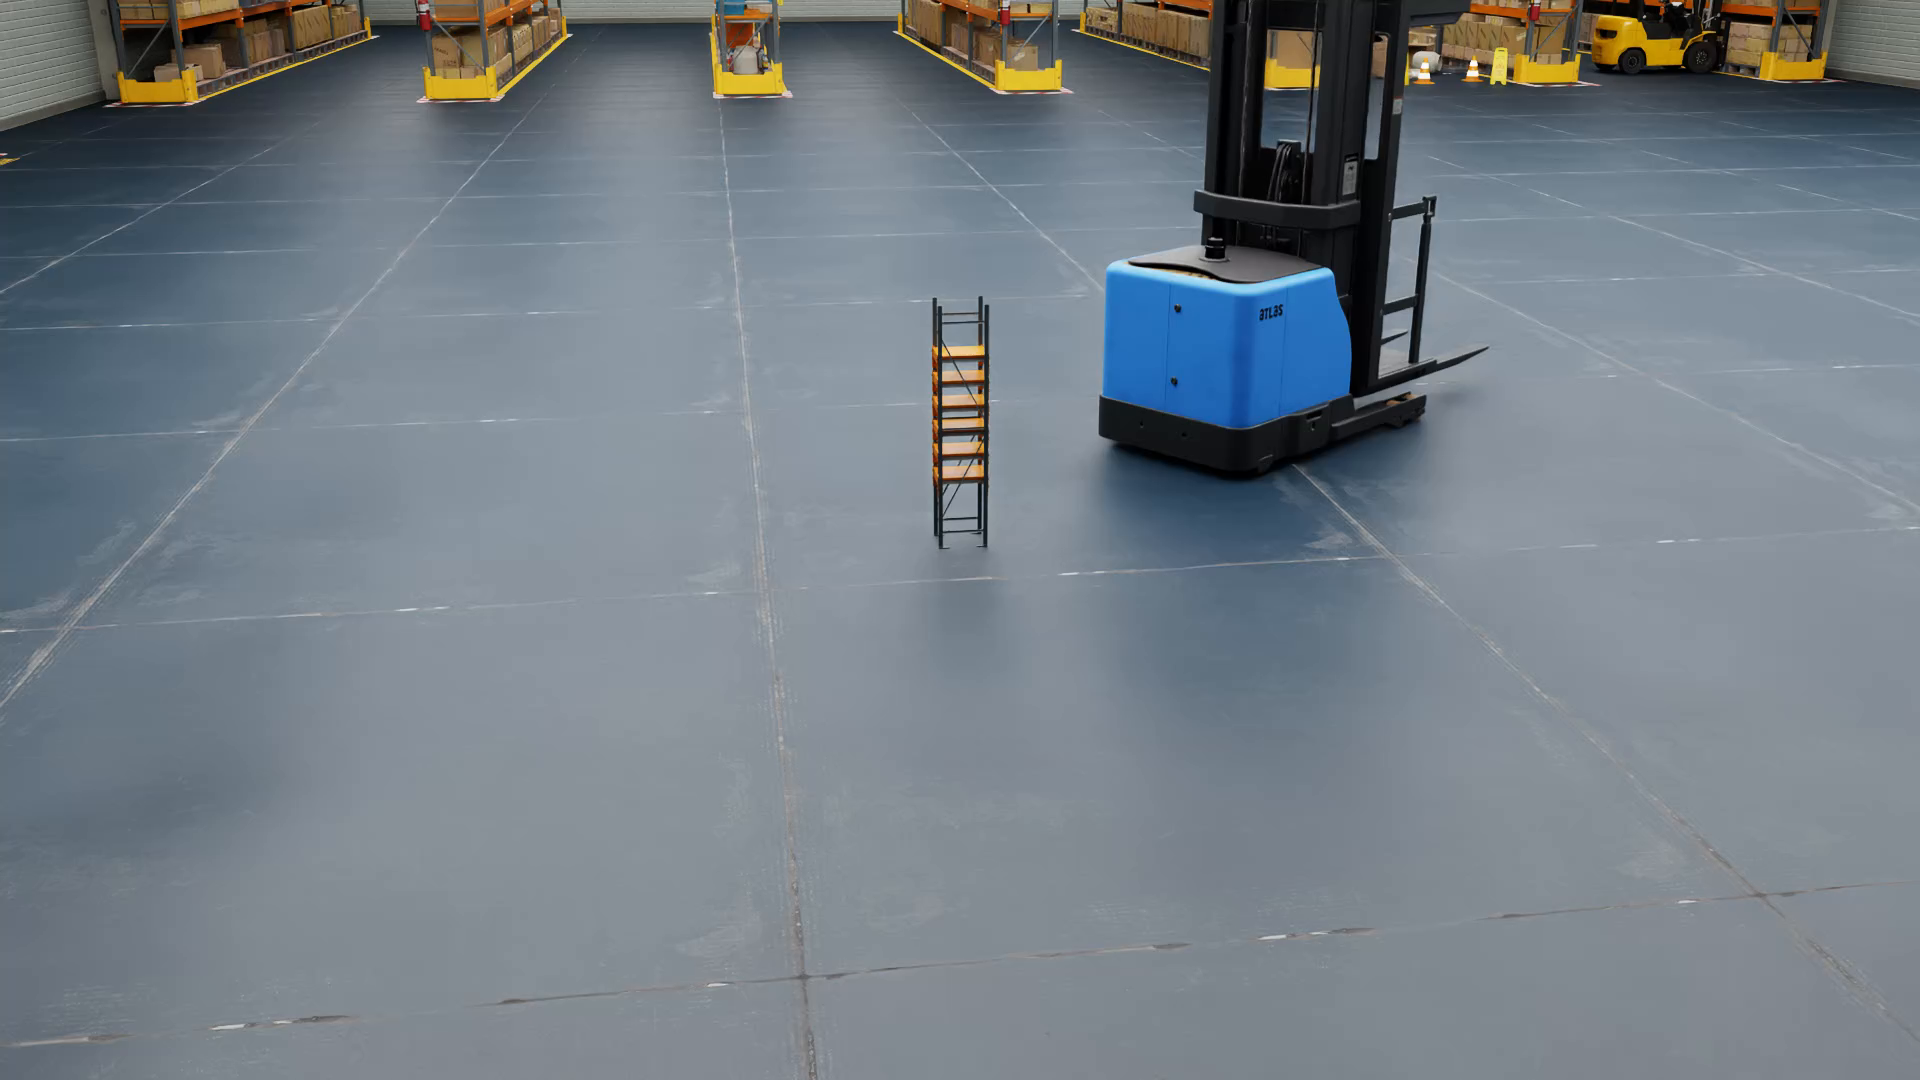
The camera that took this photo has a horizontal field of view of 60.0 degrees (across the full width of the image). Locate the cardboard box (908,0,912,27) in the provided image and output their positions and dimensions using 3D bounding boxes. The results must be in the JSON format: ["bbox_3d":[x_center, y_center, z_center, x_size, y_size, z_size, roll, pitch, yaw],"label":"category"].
[{"bbox_3d":[-0.896,-14.046,43.974,0.875,0.875,0.875,-3,21,-8],"label":"cardboard box"}]

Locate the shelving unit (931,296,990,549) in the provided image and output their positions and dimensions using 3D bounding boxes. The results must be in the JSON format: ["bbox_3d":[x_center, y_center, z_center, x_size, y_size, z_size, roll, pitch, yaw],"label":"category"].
[{"bbox_3d":[0.002,-0.557,7.993,0.258,1.200,0.189,-3,21,-8],"label":"shelving unit"}]

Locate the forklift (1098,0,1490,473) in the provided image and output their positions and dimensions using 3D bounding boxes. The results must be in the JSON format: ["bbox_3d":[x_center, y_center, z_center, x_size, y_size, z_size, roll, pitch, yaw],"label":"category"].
[{"bbox_3d":[2.204,-2.163,9.818,3.031,2.935,1.130,-19,28,-41],"label":"forklift"}]

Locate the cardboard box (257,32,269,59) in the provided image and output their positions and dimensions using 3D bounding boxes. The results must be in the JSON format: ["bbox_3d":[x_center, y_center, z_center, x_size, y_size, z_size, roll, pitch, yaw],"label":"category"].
[{"bbox_3d":[-14.404,-9.977,33.585,0.700,0.500,0.500,-3,21,-8],"label":"cardboard box"}]

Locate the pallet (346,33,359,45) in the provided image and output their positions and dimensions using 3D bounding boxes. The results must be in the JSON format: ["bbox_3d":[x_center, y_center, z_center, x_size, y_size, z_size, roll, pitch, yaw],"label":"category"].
[{"bbox_3d":[-15.407,-12.312,40.880,1.003,0.211,1.213,-3,21,-8],"label":"pallet"}]

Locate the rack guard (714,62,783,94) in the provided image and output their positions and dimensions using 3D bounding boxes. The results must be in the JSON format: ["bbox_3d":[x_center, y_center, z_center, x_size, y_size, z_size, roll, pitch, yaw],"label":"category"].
[{"bbox_3d":[-3.719,-8.126,29.258,1.175,0.500,0.348,-3,21,-8],"label":"rack guard"}]

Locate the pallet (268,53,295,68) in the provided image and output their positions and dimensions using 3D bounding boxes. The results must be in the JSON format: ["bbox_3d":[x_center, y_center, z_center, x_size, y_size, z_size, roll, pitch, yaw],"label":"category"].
[{"bbox_3d":[-14.508,-9.966,34.598,1.003,0.211,1.213,-3,21,-8],"label":"pallet"}]

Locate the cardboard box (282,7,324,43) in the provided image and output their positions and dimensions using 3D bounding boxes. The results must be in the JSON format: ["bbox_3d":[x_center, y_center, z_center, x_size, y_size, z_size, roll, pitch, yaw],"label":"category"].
[{"bbox_3d":[-14.842,-11.592,37.437,0.750,0.750,0.750,-2,21,-6],"label":"cardboard box"}]

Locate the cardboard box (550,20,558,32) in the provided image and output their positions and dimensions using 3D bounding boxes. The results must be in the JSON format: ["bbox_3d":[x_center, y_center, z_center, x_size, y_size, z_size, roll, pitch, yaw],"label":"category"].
[{"bbox_3d":[-10.441,-12.976,41.972,0.500,0.250,0.500,-3,21,-8],"label":"cardboard box"}]

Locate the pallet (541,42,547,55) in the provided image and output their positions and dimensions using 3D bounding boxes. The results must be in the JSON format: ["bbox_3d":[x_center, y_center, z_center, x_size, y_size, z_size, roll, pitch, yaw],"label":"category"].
[{"bbox_3d":[-9.960,-11.170,37.821,1.003,0.211,1.213,-3,21,-8],"label":"pallet"}]

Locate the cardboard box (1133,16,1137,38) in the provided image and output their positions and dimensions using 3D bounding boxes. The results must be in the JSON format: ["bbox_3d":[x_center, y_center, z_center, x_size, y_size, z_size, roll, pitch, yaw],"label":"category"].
[{"bbox_3d":[4.443,-12.286,39.795,0.500,0.500,0.500,-3,21,-7],"label":"cardboard box"}]

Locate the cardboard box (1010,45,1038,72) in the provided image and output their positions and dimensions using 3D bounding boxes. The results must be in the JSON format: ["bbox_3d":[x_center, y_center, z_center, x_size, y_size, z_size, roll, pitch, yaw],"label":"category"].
[{"bbox_3d":[1.166,-8.766,30.371,0.500,0.500,0.500,1,20,2],"label":"cardboard box"}]

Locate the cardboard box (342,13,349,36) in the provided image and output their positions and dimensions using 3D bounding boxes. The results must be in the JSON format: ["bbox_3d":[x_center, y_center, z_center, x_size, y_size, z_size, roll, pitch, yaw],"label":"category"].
[{"bbox_3d":[-15.343,-12.570,40.556,0.700,0.500,0.500,-2,21,-6],"label":"cardboard box"}]

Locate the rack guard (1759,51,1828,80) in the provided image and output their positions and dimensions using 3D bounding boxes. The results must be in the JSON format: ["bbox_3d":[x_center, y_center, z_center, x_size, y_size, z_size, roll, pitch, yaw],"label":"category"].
[{"bbox_3d":[15.961,-9.095,31.853,1.175,0.500,0.348,-3,21,-8],"label":"rack guard"}]

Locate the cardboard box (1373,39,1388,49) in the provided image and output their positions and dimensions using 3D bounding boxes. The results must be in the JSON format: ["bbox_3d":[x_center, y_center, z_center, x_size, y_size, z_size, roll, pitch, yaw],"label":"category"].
[{"bbox_3d":[8.144,-9.721,33.329,0.797,0.637,0.503,-3,21,-8],"label":"cardboard box"}]

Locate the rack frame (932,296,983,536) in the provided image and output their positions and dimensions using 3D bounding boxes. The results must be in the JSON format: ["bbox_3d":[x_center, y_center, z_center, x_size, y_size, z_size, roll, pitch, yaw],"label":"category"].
[{"bbox_3d":[-0.011,-0.589,8.078,0.240,1.200,0.006,-3,21,-8],"label":"rack frame"}]

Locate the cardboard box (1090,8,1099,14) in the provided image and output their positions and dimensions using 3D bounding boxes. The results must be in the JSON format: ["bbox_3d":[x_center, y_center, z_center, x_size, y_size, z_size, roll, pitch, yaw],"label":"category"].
[{"bbox_3d":[3.663,-14.036,44.133,0.380,0.149,0.250,-3,21,-8],"label":"cardboard box"}]

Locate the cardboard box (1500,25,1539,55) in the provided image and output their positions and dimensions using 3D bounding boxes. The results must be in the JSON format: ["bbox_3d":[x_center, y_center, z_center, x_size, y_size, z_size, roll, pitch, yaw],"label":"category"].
[{"bbox_3d":[10.672,-9.547,31.748,0.500,0.500,0.500,-3,21,-7],"label":"cardboard box"}]

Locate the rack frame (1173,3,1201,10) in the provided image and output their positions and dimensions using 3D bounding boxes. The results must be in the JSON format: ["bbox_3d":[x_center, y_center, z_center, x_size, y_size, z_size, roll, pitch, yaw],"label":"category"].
[{"bbox_3d":[5.009,-12.508,37.418,1.000,3.000,0.127,-3,21,-8],"label":"rack frame"}]

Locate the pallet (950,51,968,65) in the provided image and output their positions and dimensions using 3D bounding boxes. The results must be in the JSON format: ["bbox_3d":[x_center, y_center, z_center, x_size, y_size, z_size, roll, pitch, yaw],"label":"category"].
[{"bbox_3d":[0.370,-10.294,35.477,1.003,0.211,1.213,-3,21,-8],"label":"pallet"}]

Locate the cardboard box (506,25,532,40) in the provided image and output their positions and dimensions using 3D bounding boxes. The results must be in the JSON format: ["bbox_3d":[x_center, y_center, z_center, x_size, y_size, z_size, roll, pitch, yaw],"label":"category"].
[{"bbox_3d":[-9.398,-10.797,35.365,0.500,0.311,0.500,-2,21,-6],"label":"cardboard box"}]

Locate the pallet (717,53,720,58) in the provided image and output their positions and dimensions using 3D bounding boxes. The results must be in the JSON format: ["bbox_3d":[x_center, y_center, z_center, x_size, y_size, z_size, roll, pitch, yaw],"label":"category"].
[{"bbox_3d":[-4.569,-10.045,34.809,1.003,0.211,1.213,-3,21,-8],"label":"pallet"}]

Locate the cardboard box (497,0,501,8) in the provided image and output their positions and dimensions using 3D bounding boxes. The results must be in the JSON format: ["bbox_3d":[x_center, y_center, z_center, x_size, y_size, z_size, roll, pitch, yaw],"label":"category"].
[{"bbox_3d":[-9.070,-10.303,31.372,0.700,0.500,0.500,-3,21,-9],"label":"cardboard box"}]

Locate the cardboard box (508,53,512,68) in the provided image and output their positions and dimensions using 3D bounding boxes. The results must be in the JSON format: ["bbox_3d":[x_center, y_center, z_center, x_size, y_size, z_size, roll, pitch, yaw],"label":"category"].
[{"bbox_3d":[-8.858,-9.169,31.807,0.500,0.250,0.500,-3,21,-8],"label":"cardboard box"}]

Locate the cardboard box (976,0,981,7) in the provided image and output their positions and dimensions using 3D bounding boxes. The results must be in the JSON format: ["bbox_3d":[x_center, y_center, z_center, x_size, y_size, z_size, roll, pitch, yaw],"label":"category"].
[{"bbox_3d":[0.523,-10.353,32.009,0.380,0.149,0.250,-3,21,-8],"label":"cardboard box"}]

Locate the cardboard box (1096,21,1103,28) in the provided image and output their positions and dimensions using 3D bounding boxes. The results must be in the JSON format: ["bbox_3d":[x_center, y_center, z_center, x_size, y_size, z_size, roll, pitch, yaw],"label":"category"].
[{"bbox_3d":[3.785,-13.501,43.551,0.380,0.149,0.250,-4,21,-10],"label":"cardboard box"}]

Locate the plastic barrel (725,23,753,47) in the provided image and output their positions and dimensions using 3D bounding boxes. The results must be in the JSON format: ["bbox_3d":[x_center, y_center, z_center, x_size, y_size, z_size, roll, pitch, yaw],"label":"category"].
[{"bbox_3d":[-4.903,-11.392,36.930,0.600,0.830,0.708,-3,21,-8],"label":"plastic barrel"}]

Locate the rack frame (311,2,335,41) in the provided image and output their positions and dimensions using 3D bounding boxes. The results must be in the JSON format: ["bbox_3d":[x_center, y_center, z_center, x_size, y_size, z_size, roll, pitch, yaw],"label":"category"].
[{"bbox_3d":[-15.195,-12.928,38.543,1.000,3.000,0.127,-3,21,-8],"label":"rack frame"}]

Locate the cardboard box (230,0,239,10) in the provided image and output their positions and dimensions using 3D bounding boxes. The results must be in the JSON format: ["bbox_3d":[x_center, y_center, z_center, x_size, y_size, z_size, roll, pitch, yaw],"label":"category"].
[{"bbox_3d":[-13.674,-9.949,30.752,0.500,0.250,0.500,-3,21,-8],"label":"cardboard box"}]

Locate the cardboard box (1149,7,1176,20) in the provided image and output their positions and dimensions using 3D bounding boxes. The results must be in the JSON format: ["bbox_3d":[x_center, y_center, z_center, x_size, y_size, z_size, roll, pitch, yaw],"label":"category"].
[{"bbox_3d":[4.651,-12.108,38.249,0.500,0.250,0.500,-3,21,-9],"label":"cardboard box"}]

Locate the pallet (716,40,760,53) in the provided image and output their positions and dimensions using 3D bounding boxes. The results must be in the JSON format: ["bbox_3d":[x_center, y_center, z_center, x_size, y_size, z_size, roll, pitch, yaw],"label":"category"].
[{"bbox_3d":[-5.143,-11.429,38.515,1.003,0.211,1.213,-3,21,-8],"label":"pallet"}]

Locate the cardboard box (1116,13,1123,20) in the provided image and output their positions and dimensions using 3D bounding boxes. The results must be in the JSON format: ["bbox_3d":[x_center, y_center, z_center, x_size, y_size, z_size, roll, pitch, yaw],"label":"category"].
[{"bbox_3d":[4.123,-13.143,41.742,0.380,0.149,0.250,-2,21,-6],"label":"cardboard box"}]

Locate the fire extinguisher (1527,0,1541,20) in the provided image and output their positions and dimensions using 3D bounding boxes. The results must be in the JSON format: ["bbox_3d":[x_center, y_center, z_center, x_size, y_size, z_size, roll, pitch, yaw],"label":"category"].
[{"bbox_3d":[10.606,-9.924,30.609,0.296,0.674,0.183,-3,21,-8],"label":"fire extinguisher"}]

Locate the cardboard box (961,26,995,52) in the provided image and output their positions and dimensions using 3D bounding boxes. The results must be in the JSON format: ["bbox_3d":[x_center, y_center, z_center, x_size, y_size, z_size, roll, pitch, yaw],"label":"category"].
[{"bbox_3d":[0.384,-10.709,35.547,0.700,0.500,0.500,-1,21,-3],"label":"cardboard box"}]

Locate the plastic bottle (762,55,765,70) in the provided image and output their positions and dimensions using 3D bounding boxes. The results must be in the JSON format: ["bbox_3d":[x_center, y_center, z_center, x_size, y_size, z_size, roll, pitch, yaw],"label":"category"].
[{"bbox_3d":[-3.664,-8.963,31.198,0.097,0.271,0.097,0,20,0],"label":"plastic bottle"}]

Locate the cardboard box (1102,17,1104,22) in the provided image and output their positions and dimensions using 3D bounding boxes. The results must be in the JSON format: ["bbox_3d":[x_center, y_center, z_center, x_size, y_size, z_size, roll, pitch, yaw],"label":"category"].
[{"bbox_3d":[3.925,-13.633,43.479,0.380,0.149,0.250,-2,21,-5],"label":"cardboard box"}]

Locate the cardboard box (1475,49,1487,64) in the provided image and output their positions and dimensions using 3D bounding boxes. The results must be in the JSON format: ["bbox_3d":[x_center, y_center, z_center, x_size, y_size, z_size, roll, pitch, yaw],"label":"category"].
[{"bbox_3d":[10.515,-9.558,32.850,0.500,0.250,0.500,-4,21,-10],"label":"cardboard box"}]

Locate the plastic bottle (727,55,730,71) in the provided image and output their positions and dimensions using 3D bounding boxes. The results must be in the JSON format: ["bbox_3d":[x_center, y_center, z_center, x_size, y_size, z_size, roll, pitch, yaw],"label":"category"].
[{"bbox_3d":[-4.370,-8.906,31.037,0.152,0.276,0.135,-3,21,-7],"label":"plastic bottle"}]

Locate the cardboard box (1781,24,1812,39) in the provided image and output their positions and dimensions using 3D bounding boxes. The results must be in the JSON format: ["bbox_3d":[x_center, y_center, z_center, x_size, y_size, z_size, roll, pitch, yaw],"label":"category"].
[{"bbox_3d":[16.075,-9.827,32.141,0.500,0.250,0.500,-3,21,-9],"label":"cardboard box"}]

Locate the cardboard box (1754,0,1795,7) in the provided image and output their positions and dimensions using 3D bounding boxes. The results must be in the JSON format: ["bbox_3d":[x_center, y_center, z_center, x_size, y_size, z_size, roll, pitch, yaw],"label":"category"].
[{"bbox_3d":[15.626,-10.478,31.841,0.500,0.500,0.500,-3,21,-9],"label":"cardboard box"}]

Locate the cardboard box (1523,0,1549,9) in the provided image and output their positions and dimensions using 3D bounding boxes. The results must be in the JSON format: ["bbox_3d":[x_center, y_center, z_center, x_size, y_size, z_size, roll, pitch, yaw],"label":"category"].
[{"bbox_3d":[10.780,-10.024,31.126,0.380,0.149,0.250,-2,21,-6],"label":"cardboard box"}]

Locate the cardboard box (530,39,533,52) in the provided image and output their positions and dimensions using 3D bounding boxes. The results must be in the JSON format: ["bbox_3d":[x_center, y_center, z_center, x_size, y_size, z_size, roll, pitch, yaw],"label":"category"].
[{"bbox_3d":[-9.400,-10.533,35.460,0.500,0.250,0.500,-2,21,-6],"label":"cardboard box"}]

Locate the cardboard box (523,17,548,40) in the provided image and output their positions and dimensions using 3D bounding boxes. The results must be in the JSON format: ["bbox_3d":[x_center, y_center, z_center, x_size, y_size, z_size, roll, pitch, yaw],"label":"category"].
[{"bbox_3d":[-9.876,-11.886,38.698,0.500,0.500,0.500,-3,21,-8],"label":"cardboard box"}]

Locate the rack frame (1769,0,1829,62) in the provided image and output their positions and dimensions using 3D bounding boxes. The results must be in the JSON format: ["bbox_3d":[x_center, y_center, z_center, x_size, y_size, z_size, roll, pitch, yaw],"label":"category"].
[{"bbox_3d":[15.957,-10.274,31.438,1.000,3.000,0.127,-3,21,-8],"label":"rack frame"}]

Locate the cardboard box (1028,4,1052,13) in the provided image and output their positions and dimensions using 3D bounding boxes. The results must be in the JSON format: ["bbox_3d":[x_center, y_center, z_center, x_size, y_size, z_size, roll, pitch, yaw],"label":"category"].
[{"bbox_3d":[1.434,-9.516,29.766,0.380,0.149,0.250,-3,21,-8],"label":"cardboard box"}]

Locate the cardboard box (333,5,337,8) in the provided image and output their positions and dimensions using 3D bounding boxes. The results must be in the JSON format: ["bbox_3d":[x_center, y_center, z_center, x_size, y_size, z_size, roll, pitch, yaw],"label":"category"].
[{"bbox_3d":[-15.679,-13.177,41.254,0.380,0.149,0.250,-3,21,-7],"label":"cardboard box"}]

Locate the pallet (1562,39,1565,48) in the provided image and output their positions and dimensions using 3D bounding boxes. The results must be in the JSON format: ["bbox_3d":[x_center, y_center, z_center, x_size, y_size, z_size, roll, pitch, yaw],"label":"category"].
[{"bbox_3d":[14.734,-11.998,40.039,1.003,0.211,1.213,-3,21,-8],"label":"pallet"}]

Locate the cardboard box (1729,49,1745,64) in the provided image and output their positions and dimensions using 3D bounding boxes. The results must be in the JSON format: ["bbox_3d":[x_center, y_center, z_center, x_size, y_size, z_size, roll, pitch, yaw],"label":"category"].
[{"bbox_3d":[15.514,-9.502,32.701,0.500,0.250,0.500,-3,21,-8],"label":"cardboard box"}]

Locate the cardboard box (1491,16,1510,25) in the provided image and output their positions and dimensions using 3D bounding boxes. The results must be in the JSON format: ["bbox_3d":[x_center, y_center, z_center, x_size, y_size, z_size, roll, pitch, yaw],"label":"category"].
[{"bbox_3d":[10.520,-10.062,32.199,0.380,0.149,0.250,-3,21,-7],"label":"cardboard box"}]

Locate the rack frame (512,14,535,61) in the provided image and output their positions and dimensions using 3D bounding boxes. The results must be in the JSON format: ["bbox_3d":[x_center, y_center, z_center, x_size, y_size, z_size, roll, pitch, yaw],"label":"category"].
[{"bbox_3d":[-9.717,-11.794,35.508,1.000,3.000,0.127,-3,21,-8],"label":"rack frame"}]

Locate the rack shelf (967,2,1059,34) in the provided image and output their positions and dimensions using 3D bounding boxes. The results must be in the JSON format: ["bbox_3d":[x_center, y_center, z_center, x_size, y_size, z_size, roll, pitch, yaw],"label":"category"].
[{"bbox_3d":[0.951,-9.878,31.406,1.077,0.370,4.000,-3,21,-8],"label":"rack shelf"}]

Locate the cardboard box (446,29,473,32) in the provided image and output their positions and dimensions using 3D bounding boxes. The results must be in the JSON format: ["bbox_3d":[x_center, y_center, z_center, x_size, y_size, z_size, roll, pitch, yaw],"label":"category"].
[{"bbox_3d":[-9.239,-9.147,30.677,0.500,0.500,0.500,-3,21,-8],"label":"cardboard box"}]

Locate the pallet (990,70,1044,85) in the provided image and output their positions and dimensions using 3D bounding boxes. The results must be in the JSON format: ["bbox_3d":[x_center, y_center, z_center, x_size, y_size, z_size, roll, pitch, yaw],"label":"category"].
[{"bbox_3d":[1.146,-8.526,30.742,1.003,0.211,1.213,-3,21,-8],"label":"pallet"}]

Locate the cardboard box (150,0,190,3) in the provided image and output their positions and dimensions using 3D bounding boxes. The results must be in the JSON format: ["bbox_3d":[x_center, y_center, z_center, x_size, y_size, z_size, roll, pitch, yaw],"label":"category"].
[{"bbox_3d":[-13.237,-9.244,27.794,0.500,0.500,0.500,-3,21,-8],"label":"cardboard box"}]
